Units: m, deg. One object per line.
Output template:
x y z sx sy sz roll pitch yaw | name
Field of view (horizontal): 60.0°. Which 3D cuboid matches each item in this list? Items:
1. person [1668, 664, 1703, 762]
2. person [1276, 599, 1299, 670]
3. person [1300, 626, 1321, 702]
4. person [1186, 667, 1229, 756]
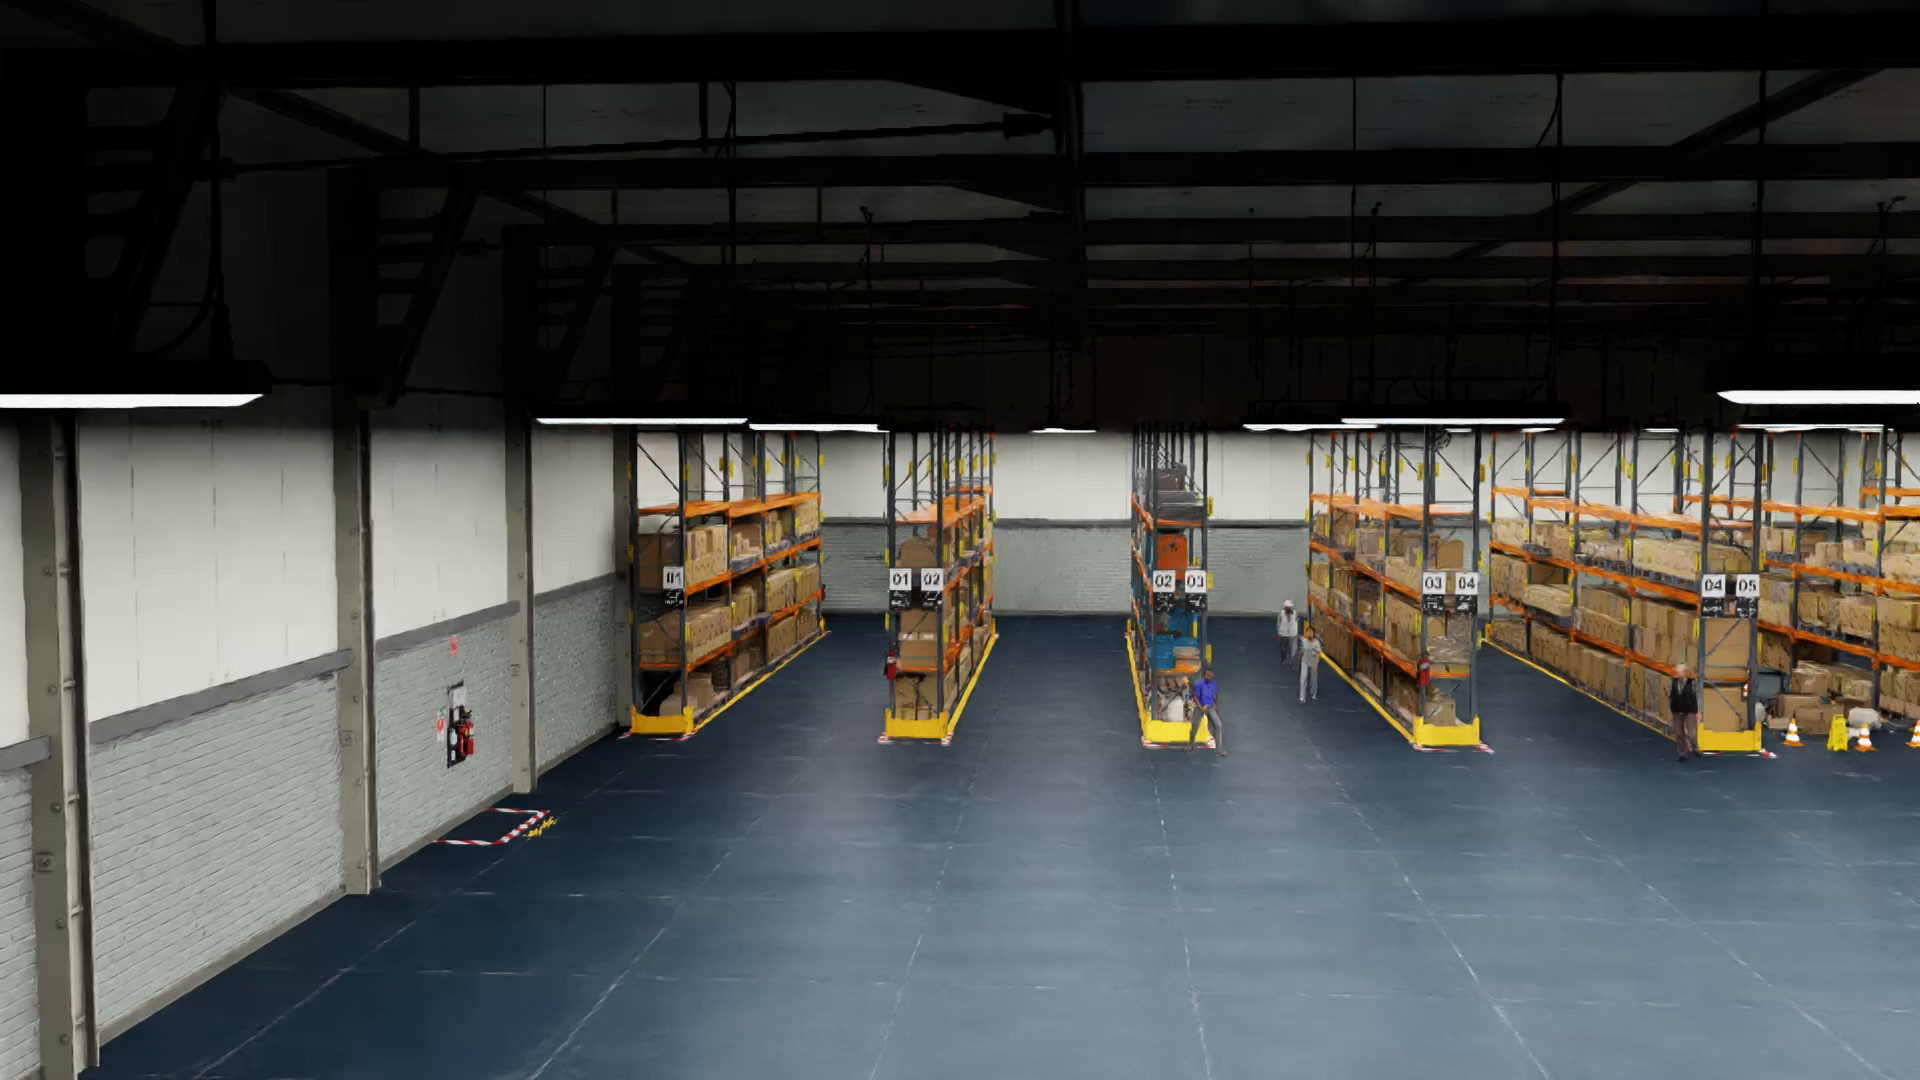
12.719 3.023 29.151 0.582 1.714 0.522 3 5 41 | person
8.001 2.293 40.619 0.543 1.700 1.115 0 4 6 | person
7.503 2.647 35.616 0.446 1.601 1.006 1 4 14 | person
4.403 3.088 29.754 0.622 1.487 0.822 -1 4 -12 | person
